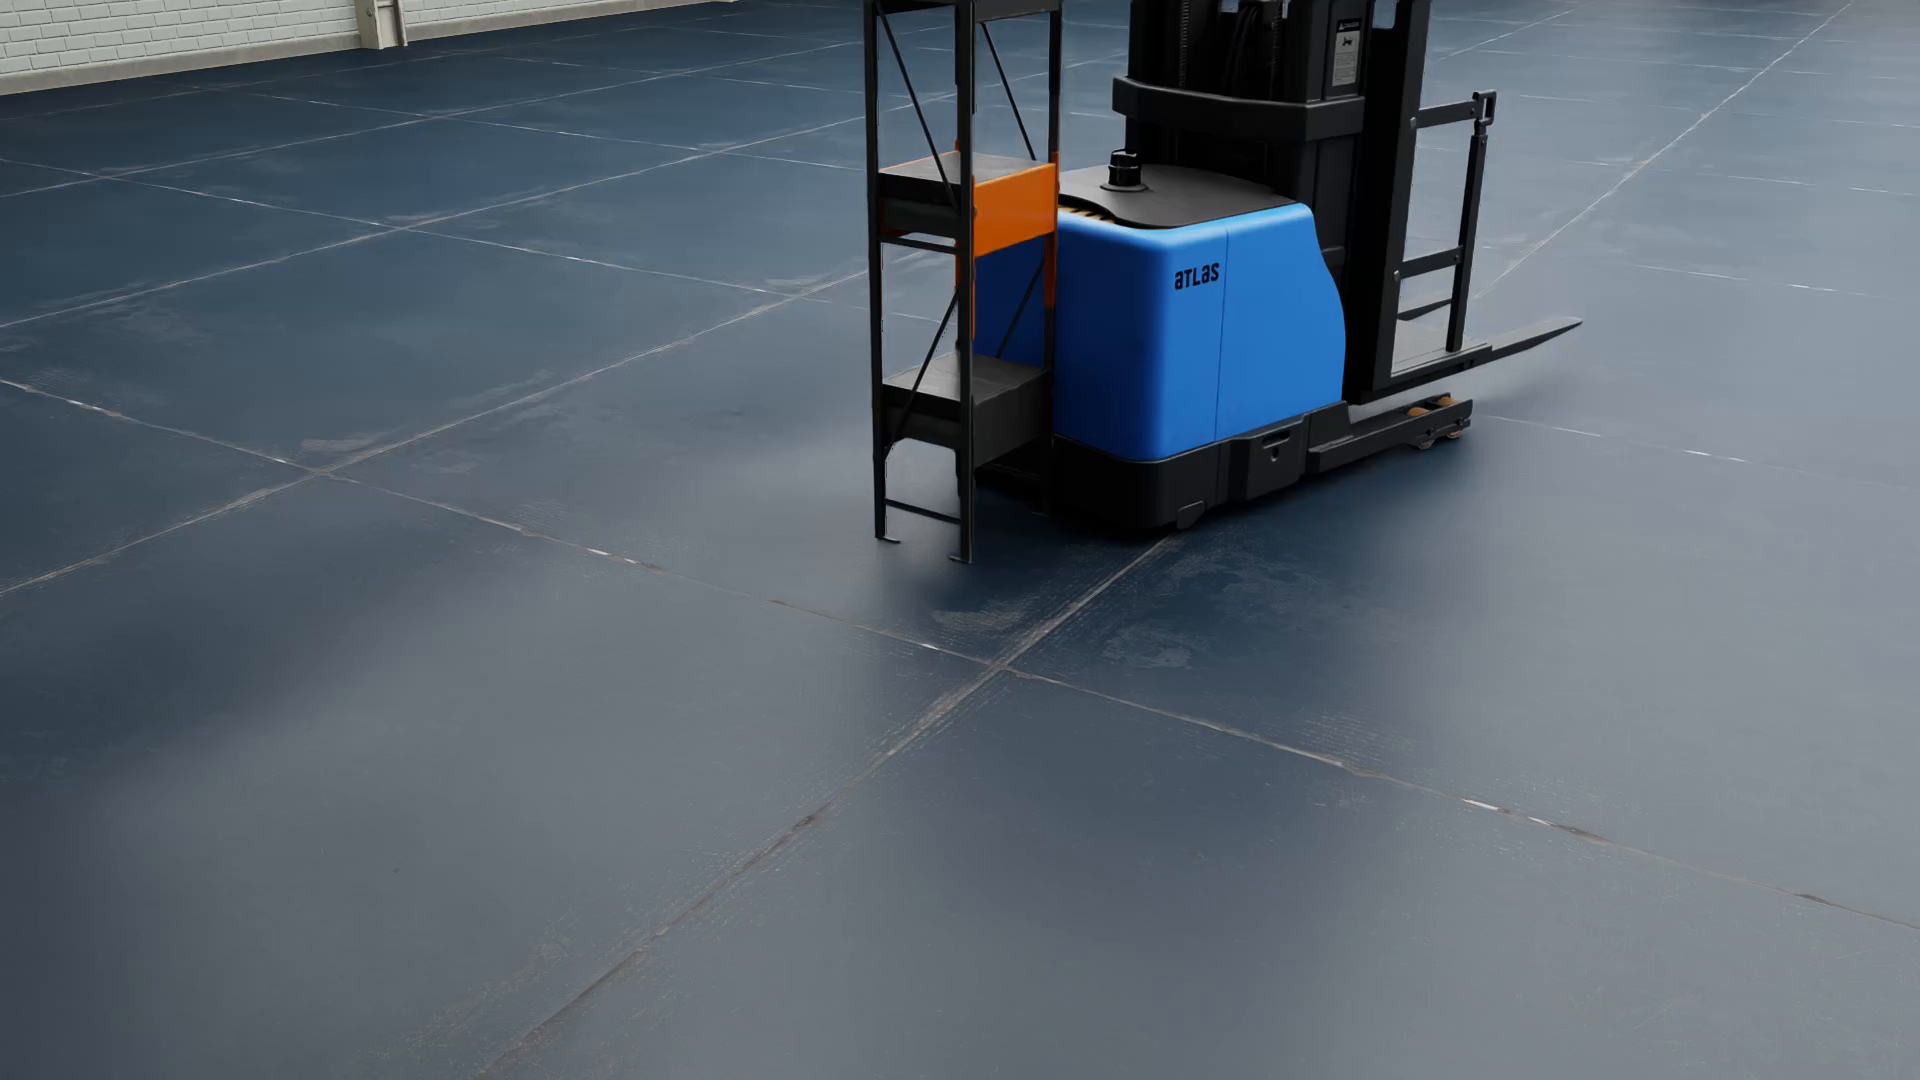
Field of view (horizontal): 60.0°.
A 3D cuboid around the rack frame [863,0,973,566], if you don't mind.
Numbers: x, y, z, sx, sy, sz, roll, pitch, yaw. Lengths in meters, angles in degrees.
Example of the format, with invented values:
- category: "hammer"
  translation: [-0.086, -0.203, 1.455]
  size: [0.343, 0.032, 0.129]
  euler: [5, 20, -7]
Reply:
- category: "rack frame"
  translation: [-0.128, -0.926, 5.245]
  size: [0.400, 2.100, 0.015]
  euler: [16, 28, 32]

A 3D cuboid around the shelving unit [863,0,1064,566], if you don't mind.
- category: "shelving unit"
  translation: [0.015, -1.004, 5.427]
  size: [0.431, 2.100, 0.503]
  euler: [16, 28, 32]

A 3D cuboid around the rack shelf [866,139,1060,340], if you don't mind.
- category: "rack shelf"
  translation: [0.015, -0.992, 5.433]
  size: [0.431, 0.518, 0.480]
  euler: [16, 28, 32]

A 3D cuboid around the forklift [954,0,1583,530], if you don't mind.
- category: "forklift"
  translation: [1.430, -1.846, 6.324]
  size: [3.031, 2.935, 1.130]
  euler: [-18, 29, -36]

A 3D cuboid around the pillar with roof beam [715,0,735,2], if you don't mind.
- category: "pillar with roof beam"
  translation: [0.490, -10.680, 19.094]
  size: [9.100, 9.000, 0.400]
  euler: [14, 27, 29]

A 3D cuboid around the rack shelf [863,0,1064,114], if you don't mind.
- category: "rack shelf"
  translation: [0.015, -1.634, 5.154]
  size: [0.431, 0.518, 0.480]
  euler: [16, 28, 32]

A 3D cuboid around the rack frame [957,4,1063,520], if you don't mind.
- category: "rack frame"
  translation: [0.157, -1.083, 5.609]
  size: [0.400, 2.100, 0.015]
  euler: [16, 28, 32]

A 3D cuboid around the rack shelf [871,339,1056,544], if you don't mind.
- category: "rack shelf"
  translation: [0.015, -0.350, 5.711]
  size: [0.431, 0.518, 0.480]
  euler: [16, 28, 32]

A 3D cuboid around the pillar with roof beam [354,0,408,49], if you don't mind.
- category: "pillar with roof beam"
  translation: [-2.675, -8.655, 14.416]
  size: [9.100, 9.000, 0.400]
  euler: [14, 27, 29]
